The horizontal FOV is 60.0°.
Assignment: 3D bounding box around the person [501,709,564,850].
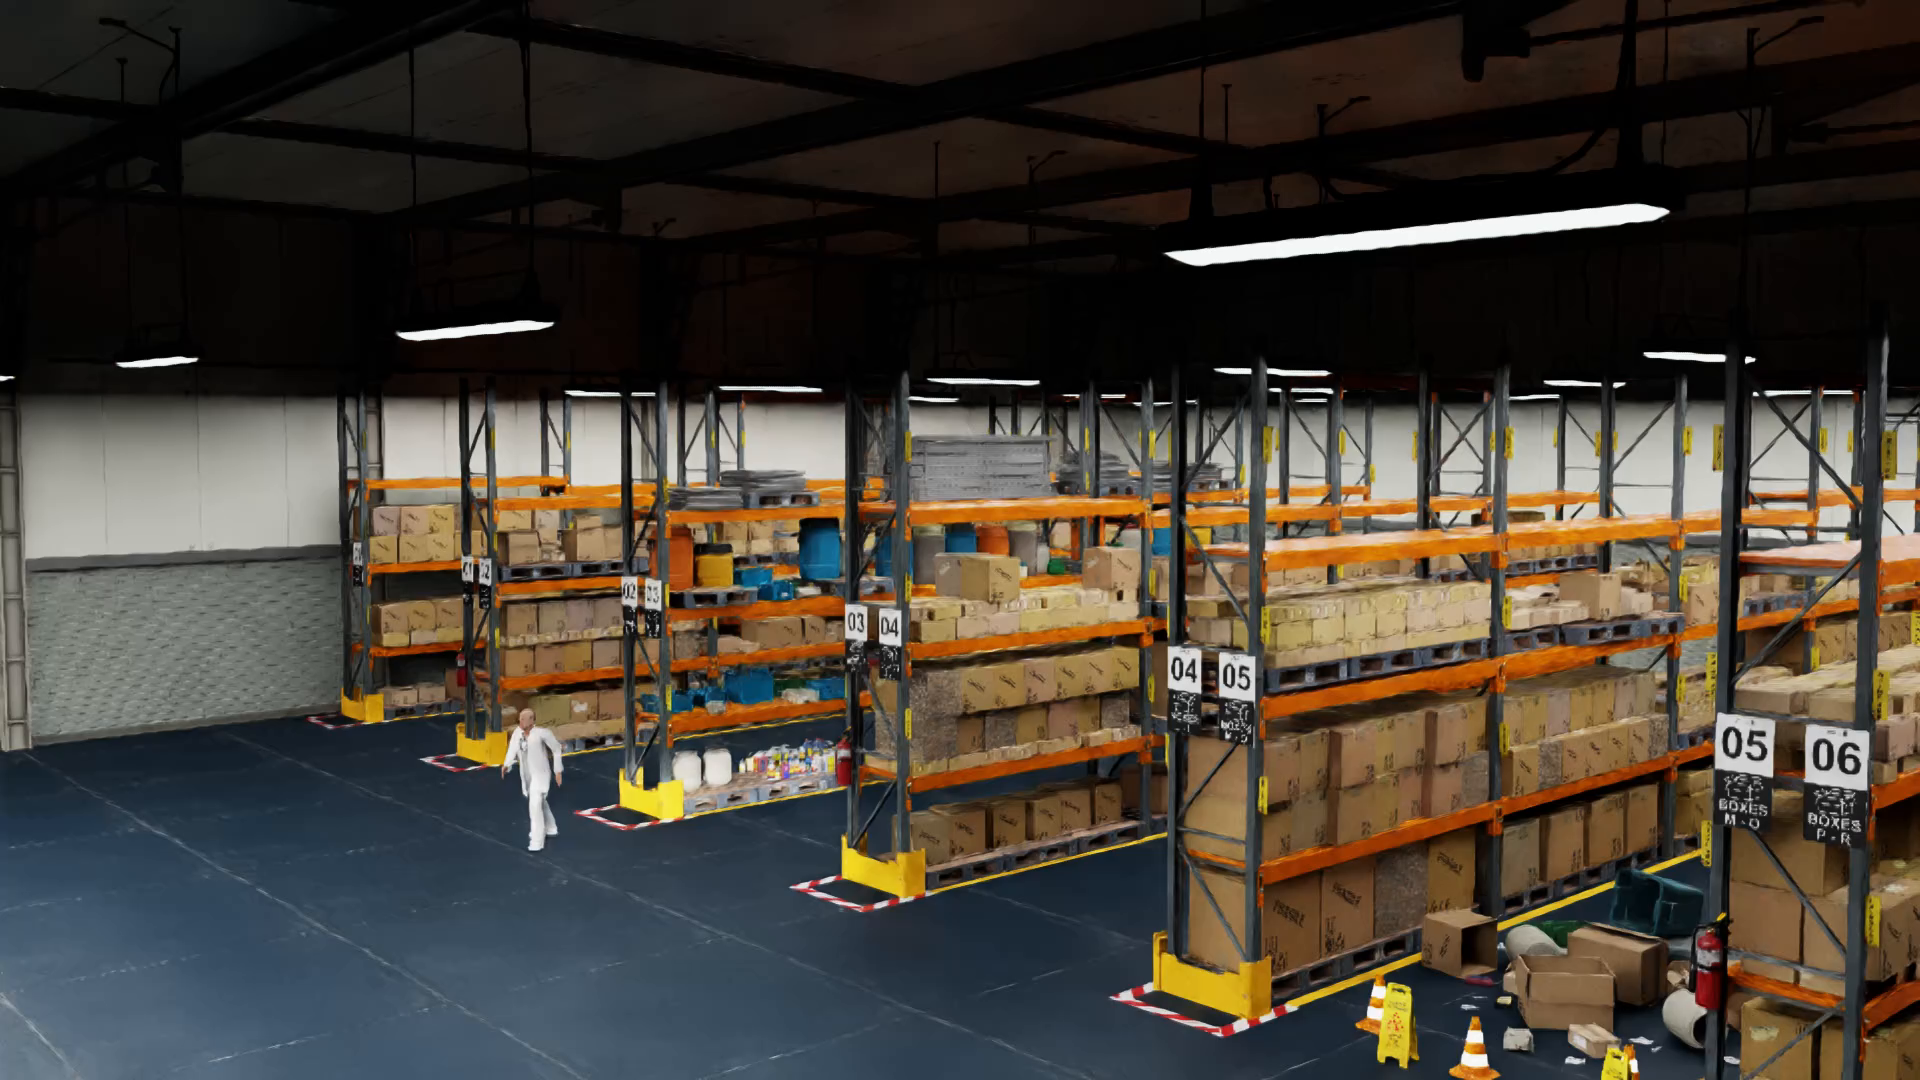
[{"bbox_3d":[-5.282,2.934,20.741,0.724,1.713,0.901,2,4,32],"label":"person"}]
